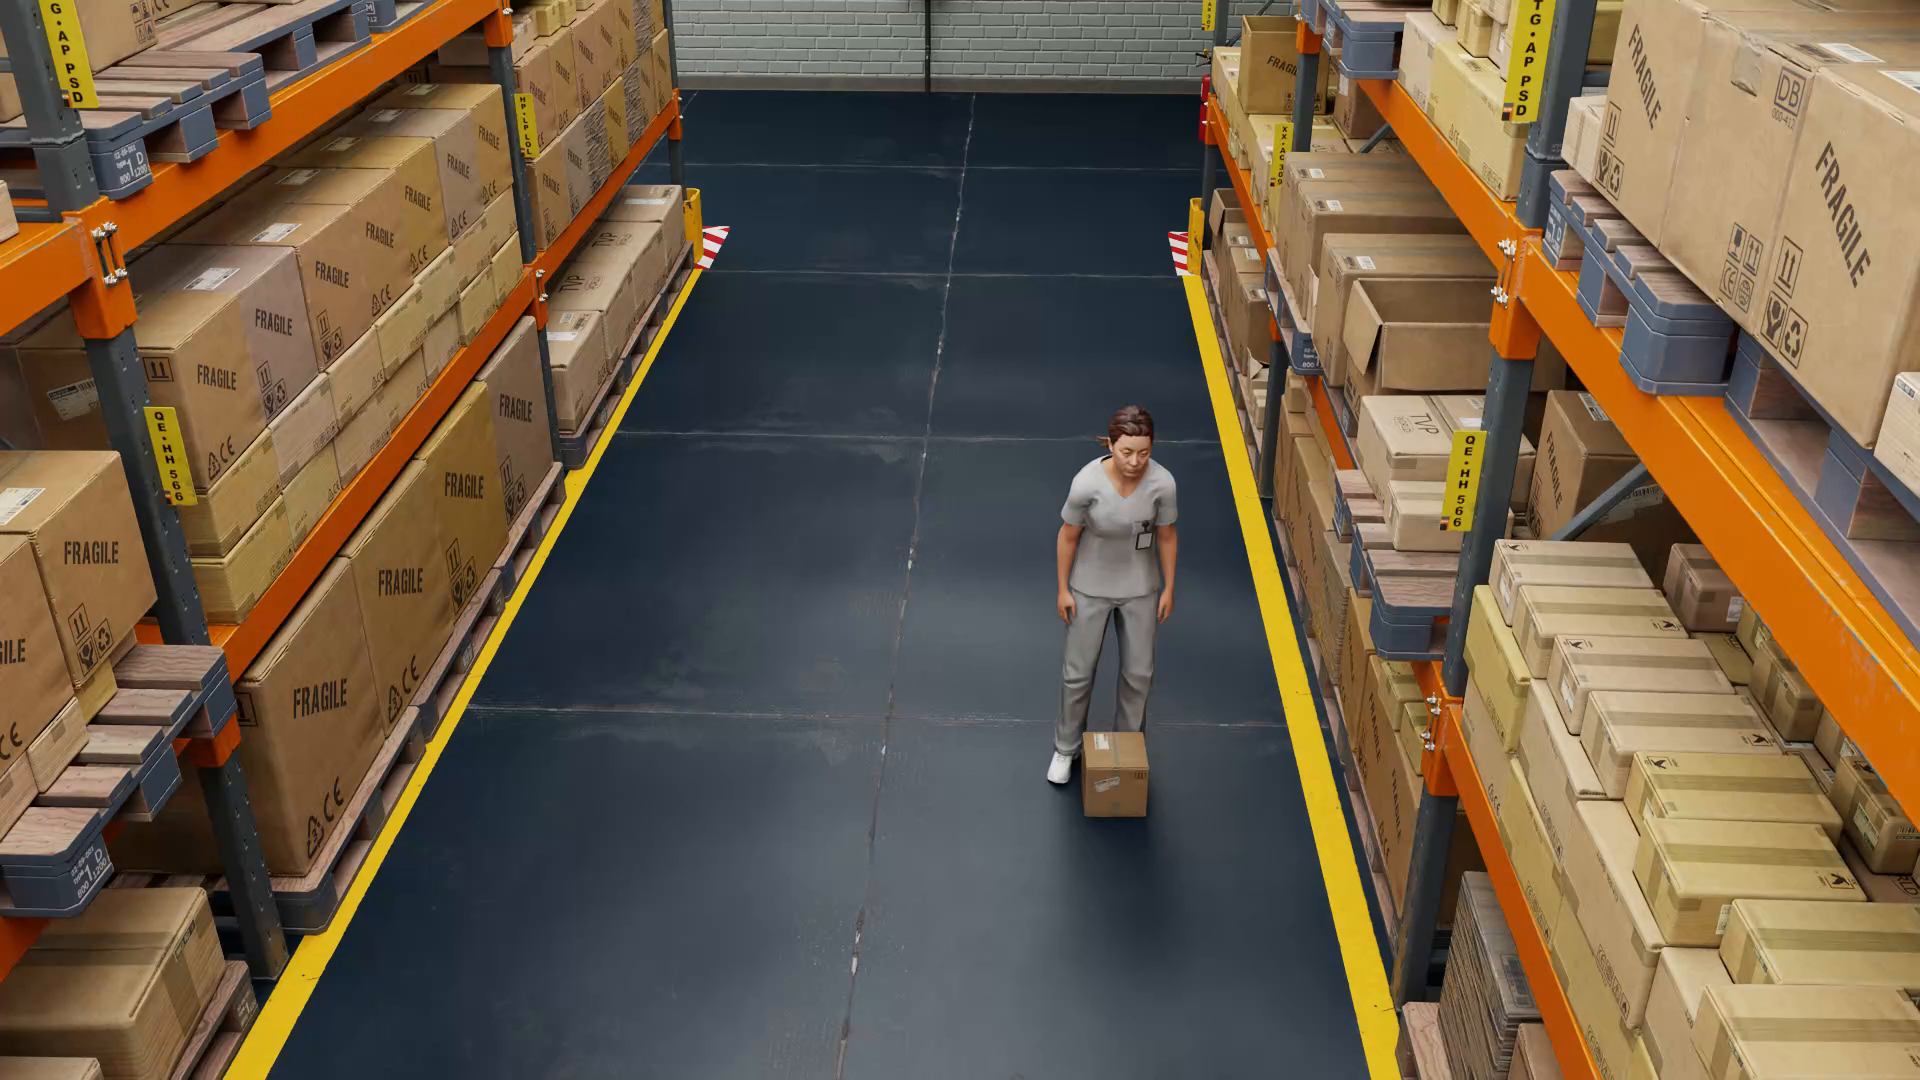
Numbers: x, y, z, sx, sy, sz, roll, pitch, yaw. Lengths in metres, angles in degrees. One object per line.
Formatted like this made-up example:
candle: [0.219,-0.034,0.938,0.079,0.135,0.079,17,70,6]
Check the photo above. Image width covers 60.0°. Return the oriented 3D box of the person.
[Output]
person: [0.620,0.218,6.716,0.510,1.671,0.362,-1,28,-2]
